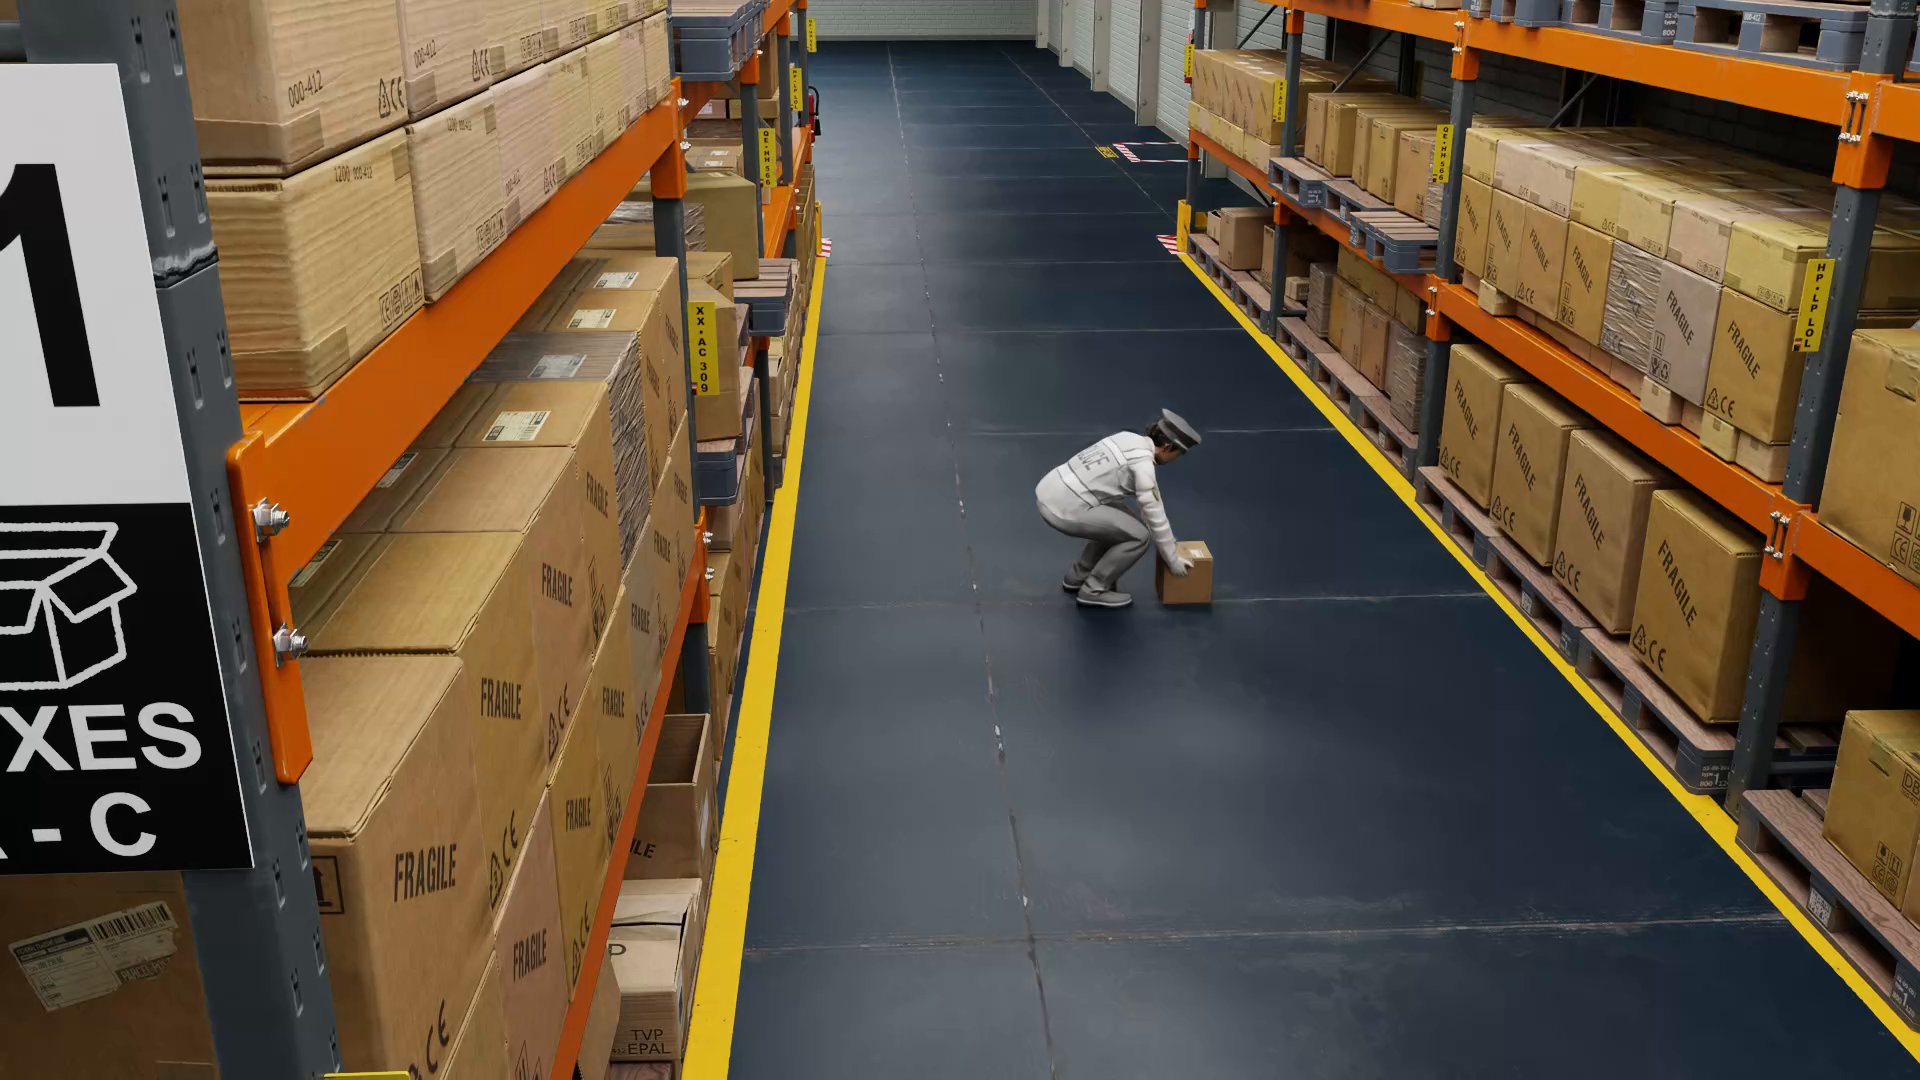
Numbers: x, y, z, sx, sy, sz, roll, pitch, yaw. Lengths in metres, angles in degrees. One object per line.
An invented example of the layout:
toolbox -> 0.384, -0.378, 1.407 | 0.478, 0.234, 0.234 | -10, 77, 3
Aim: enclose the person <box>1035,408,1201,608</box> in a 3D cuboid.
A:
person -> 0.807, -0.176, 8.526 | 0.845, 0.984, 0.489 | -1, 21, -3
